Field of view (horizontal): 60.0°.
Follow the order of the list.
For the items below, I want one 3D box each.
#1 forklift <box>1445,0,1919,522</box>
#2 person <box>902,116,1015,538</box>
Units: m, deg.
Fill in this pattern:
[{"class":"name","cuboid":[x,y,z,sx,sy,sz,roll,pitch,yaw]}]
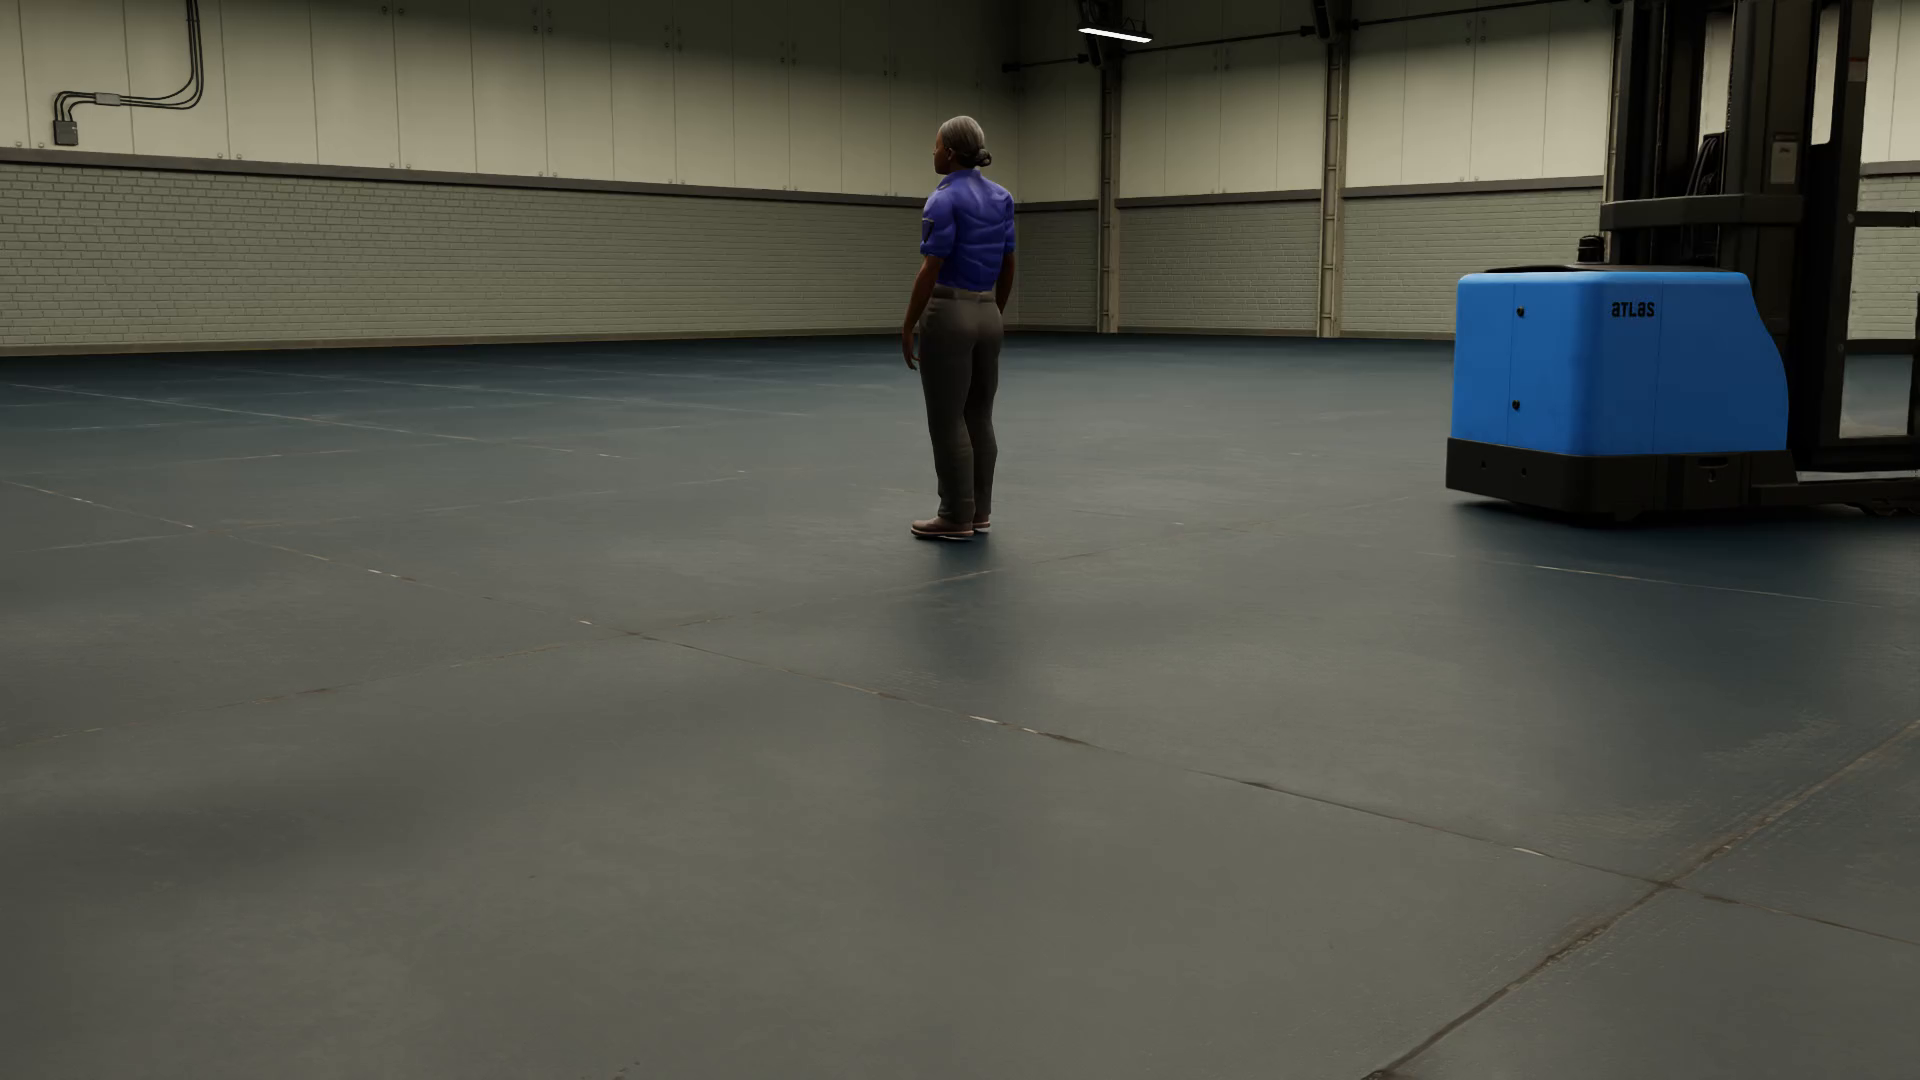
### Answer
[{"class":"forklift","cuboid":[3.877,-1.625,7.667,3.031,2.935,1.130,-3,9,-17]},{"class":"person","cuboid":[-0.049,-0.837,6.668,0.503,1.656,0.569,8,12,43]}]
